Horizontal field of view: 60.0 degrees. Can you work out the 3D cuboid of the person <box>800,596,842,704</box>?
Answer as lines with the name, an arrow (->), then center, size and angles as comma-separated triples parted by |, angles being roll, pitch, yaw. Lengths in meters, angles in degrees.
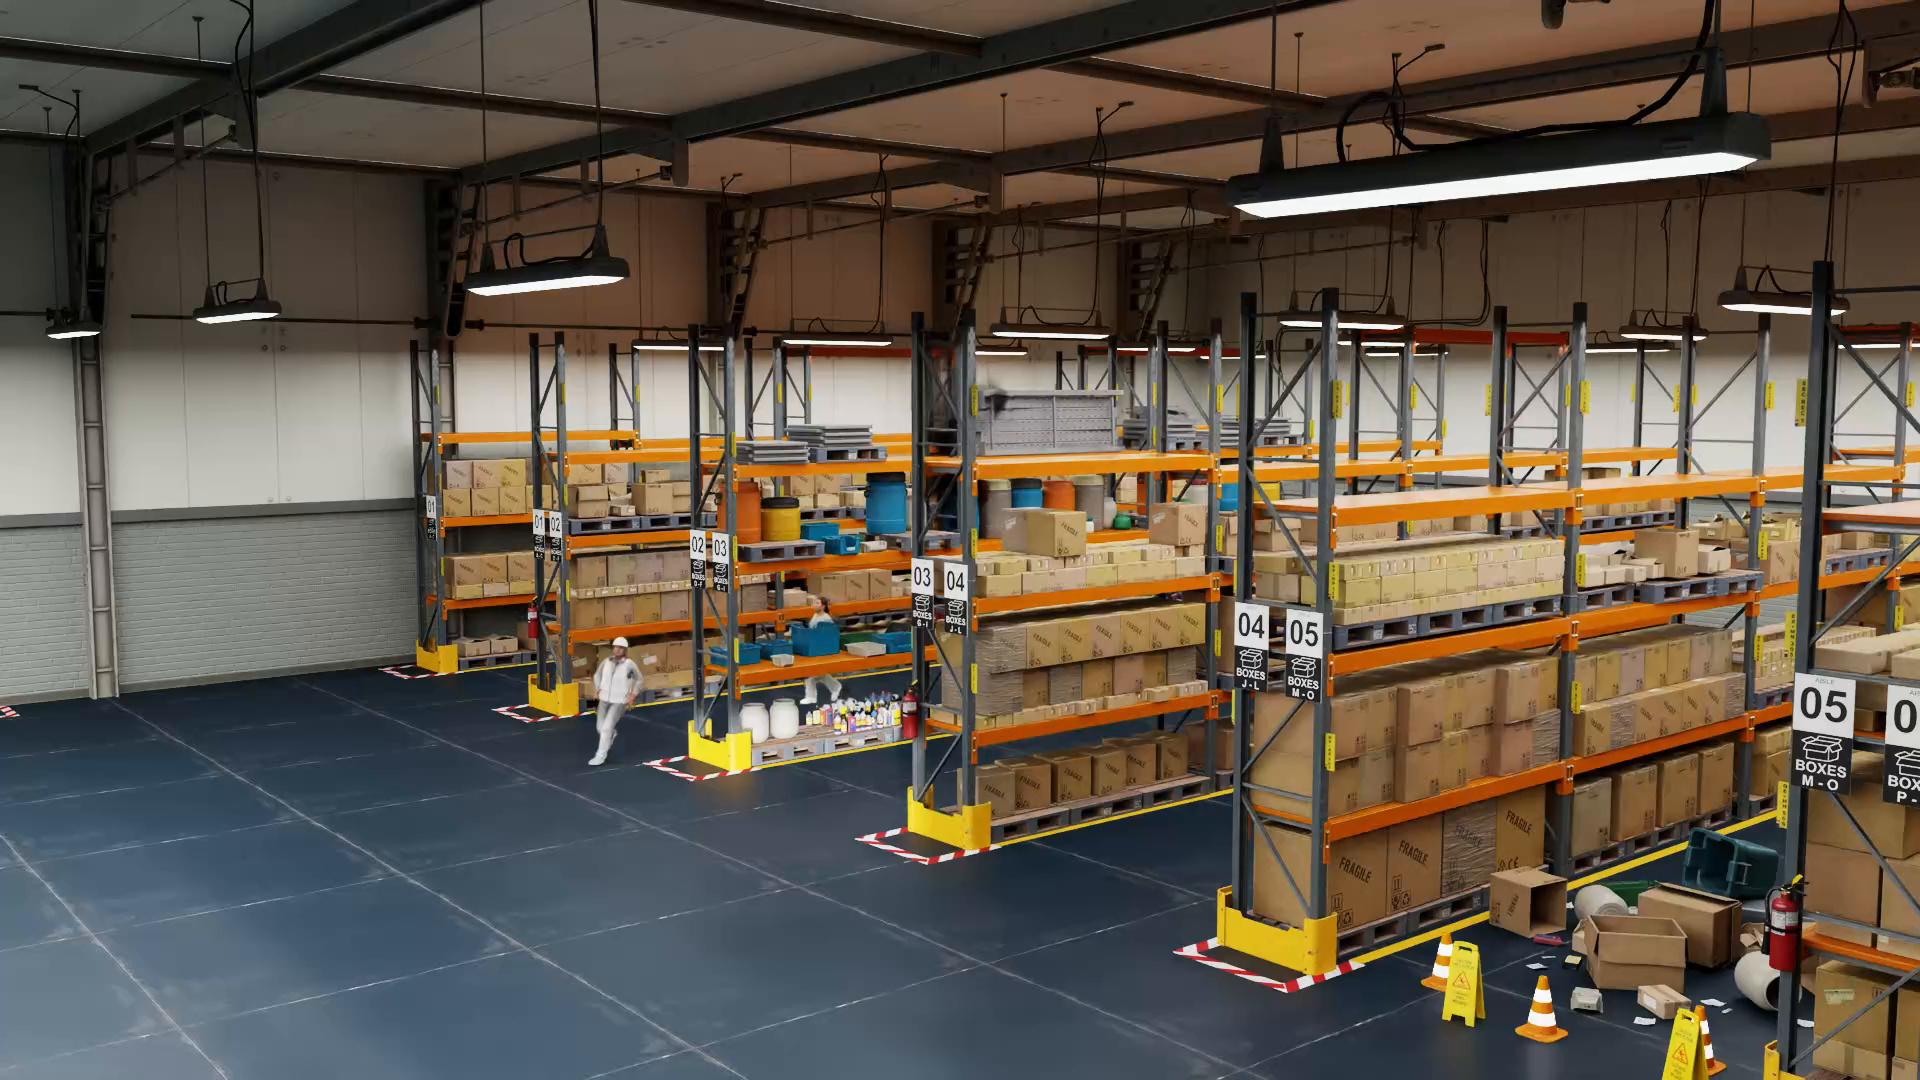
person -> -2.170, 1.685, 25.600 | 0.736, 1.646, 0.575 | -5, 7, -40

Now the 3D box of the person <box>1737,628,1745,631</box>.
person -> 11.457, 2.106, 24.243 | 0.695, 1.687, 0.622 | -4, 7, -40

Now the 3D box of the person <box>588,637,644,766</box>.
person -> -4.725, 2.193, 22.875 | 0.712, 1.721, 0.821 | 1, 5, 13
